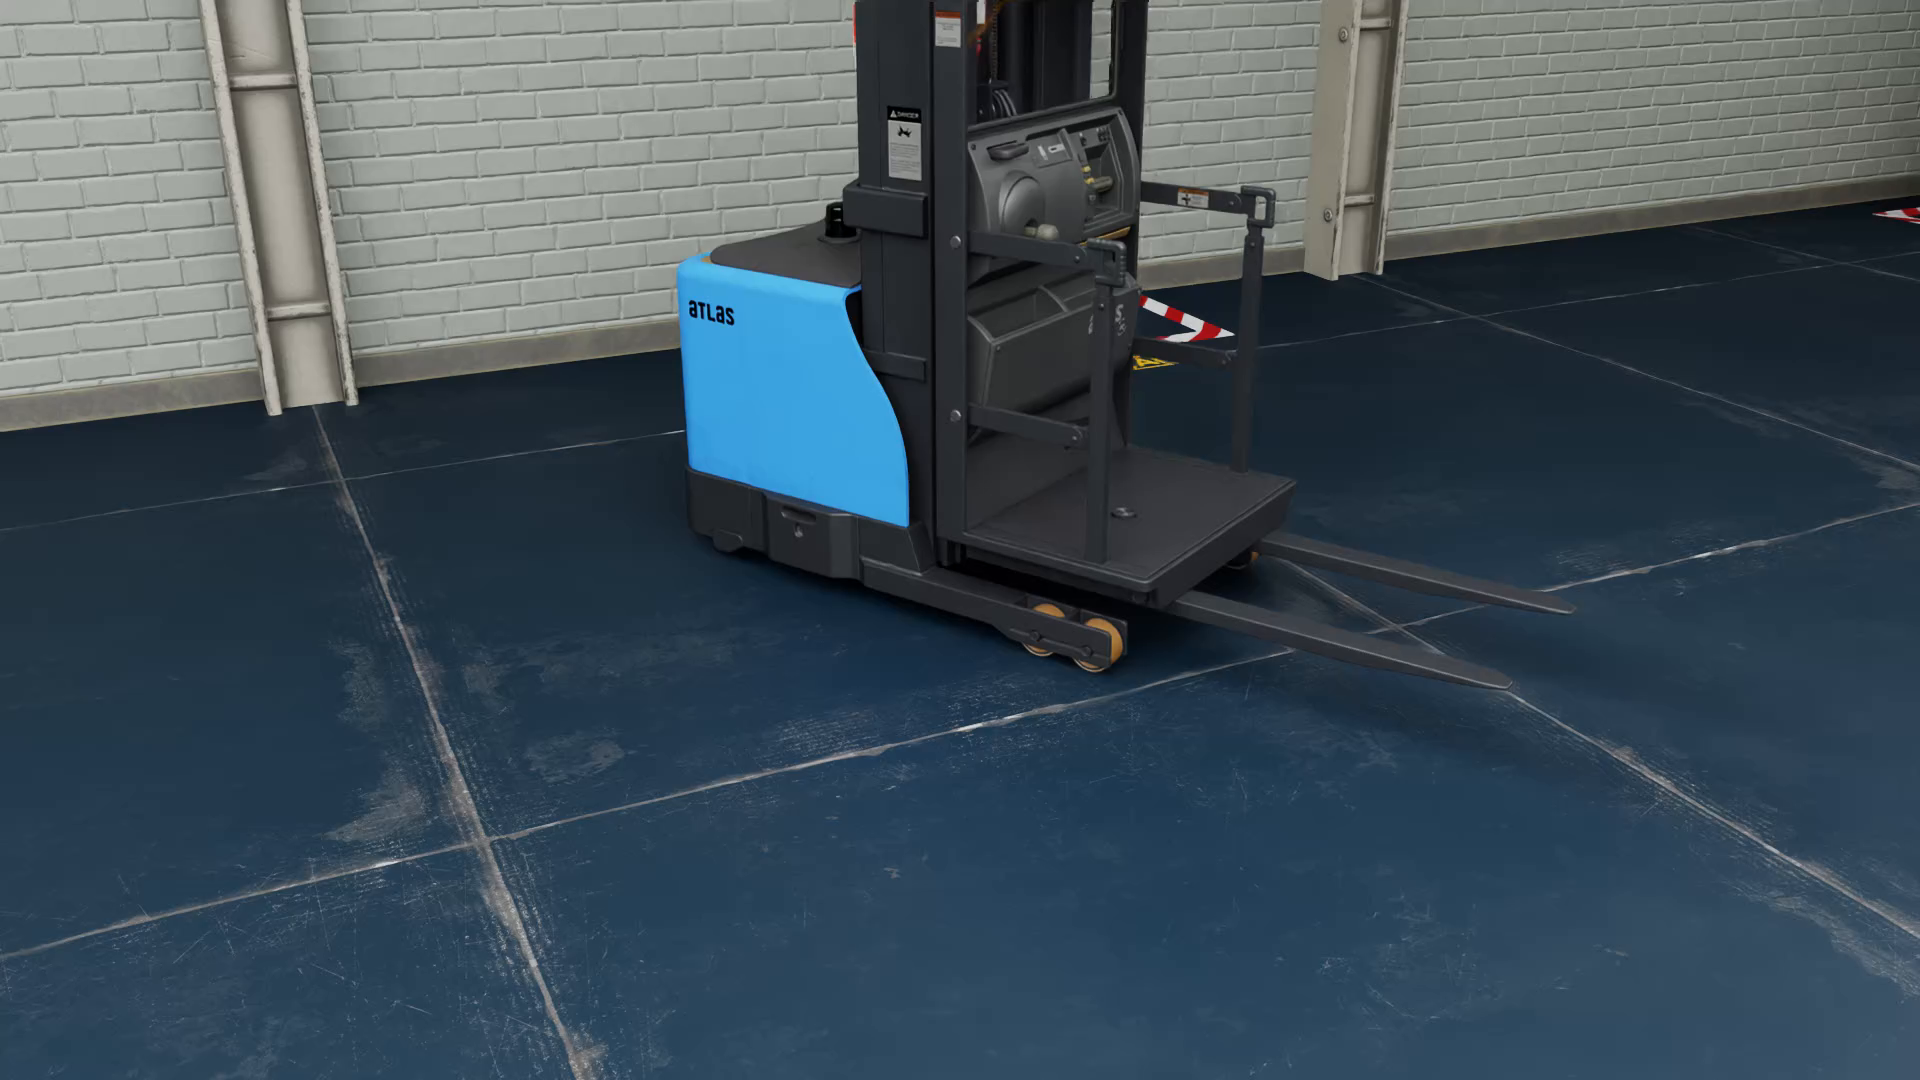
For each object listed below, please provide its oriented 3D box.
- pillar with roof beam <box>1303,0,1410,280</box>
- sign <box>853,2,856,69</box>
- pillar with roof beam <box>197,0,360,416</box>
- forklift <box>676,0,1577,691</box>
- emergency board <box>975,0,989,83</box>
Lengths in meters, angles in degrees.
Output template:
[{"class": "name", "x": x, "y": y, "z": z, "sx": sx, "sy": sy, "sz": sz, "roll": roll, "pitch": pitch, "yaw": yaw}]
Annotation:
[{"class": "pillar with roof beam", "x": 4.216, "y": -4.325, "z": 4.933, "sx": 0.400, "sy": 9.000, "sz": 9.100, "roll": -10, "pitch": 25, "yaw": -24}, {"class": "sign", "x": -0.437, "y": -2.601, "z": 8.564, "sx": 0.234, "sy": 0.329, "sz": 0.001, "roll": -10, "pitch": 25, "yaw": -24}, {"class": "pillar with roof beam", "x": -1.190, "y": -3.330, "z": 2.529, "sx": 0.400, "sy": 9.000, "sz": 9.100, "roll": -10, "pitch": 25, "yaw": -24}, {"class": "forklift", "x": 0.487, "y": -1.168, "z": 5.239, "sx": 3.031, "sy": 2.935, "sz": 1.130, "roll": 15, "pitch": 27, "yaw": 32}, {"class": "emergency board", "x": 0.106, "y": -2.640, "z": 8.706, "sx": 0.643, "sy": 1.169, "sz": 0.194, "roll": -10, "pitch": 25, "yaw": -24}]
